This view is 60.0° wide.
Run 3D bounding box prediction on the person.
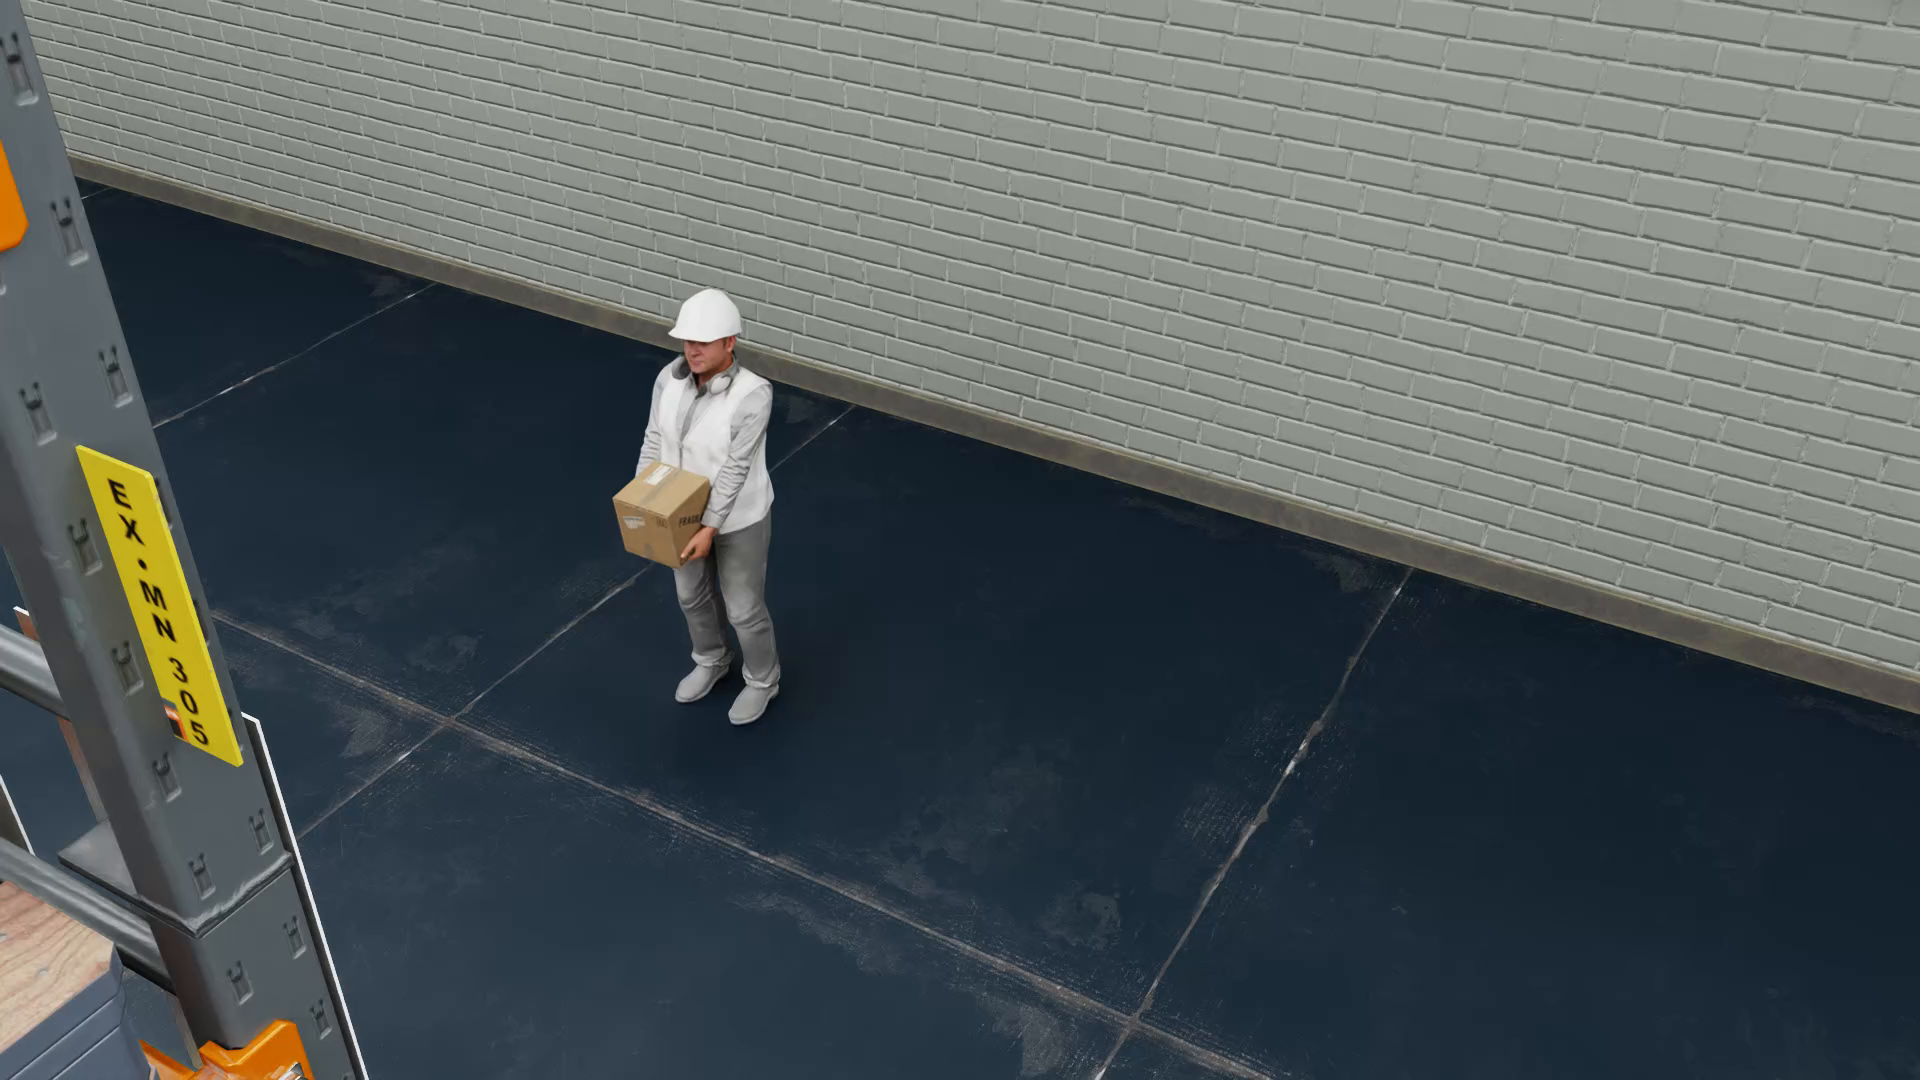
[{"bbox_3d":[-0.963,-0.070,6.227,0.483,1.770,0.549,18,38,25],"label":"person"}]
